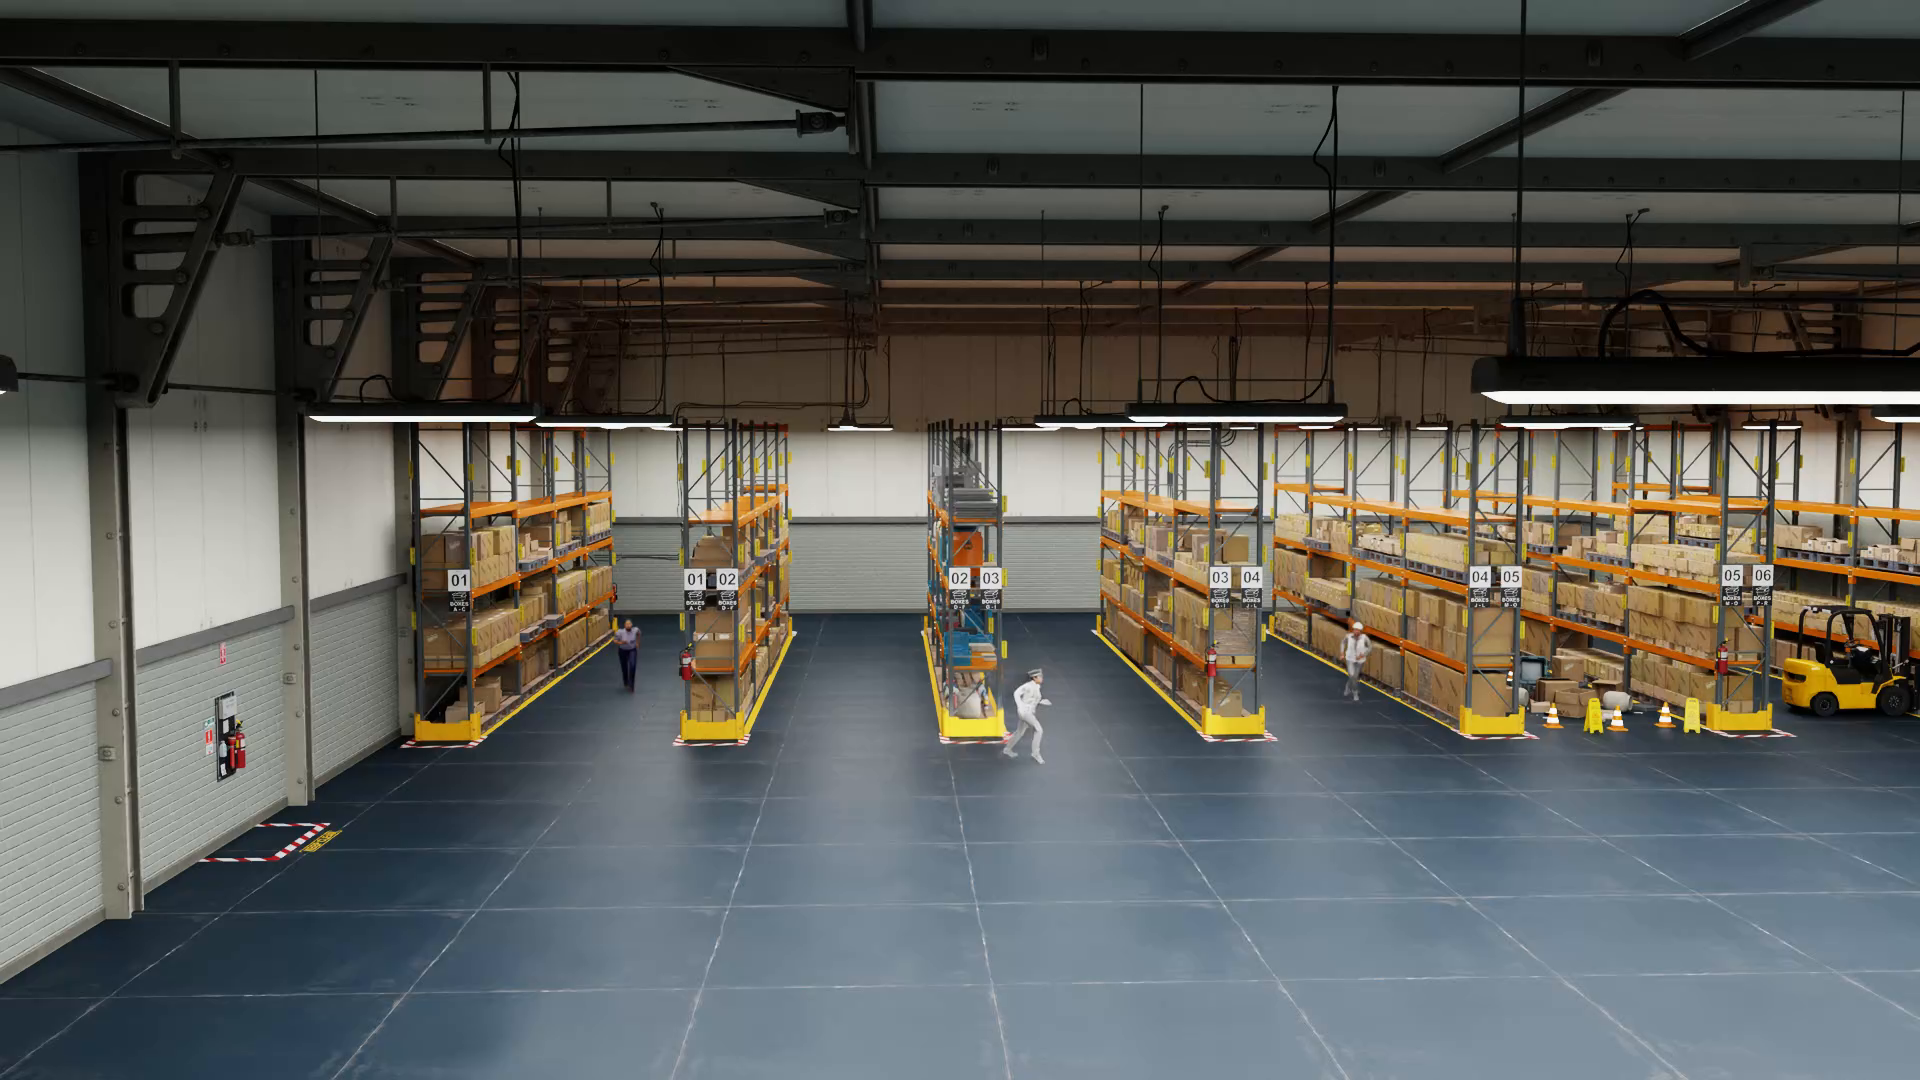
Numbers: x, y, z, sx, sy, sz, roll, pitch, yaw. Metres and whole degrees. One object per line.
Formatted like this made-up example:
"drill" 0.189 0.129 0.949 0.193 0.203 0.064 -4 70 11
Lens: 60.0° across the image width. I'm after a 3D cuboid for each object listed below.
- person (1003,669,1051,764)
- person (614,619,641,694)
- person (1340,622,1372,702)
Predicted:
"person" 1.133 3.059 29.031 0.870 1.675 0.632 1 4 22
"person" -7.400 2.569 37.003 0.597 1.657 0.923 -1 4 -12
"person" 8.526 2.594 35.855 0.661 1.724 0.871 0 4 7
